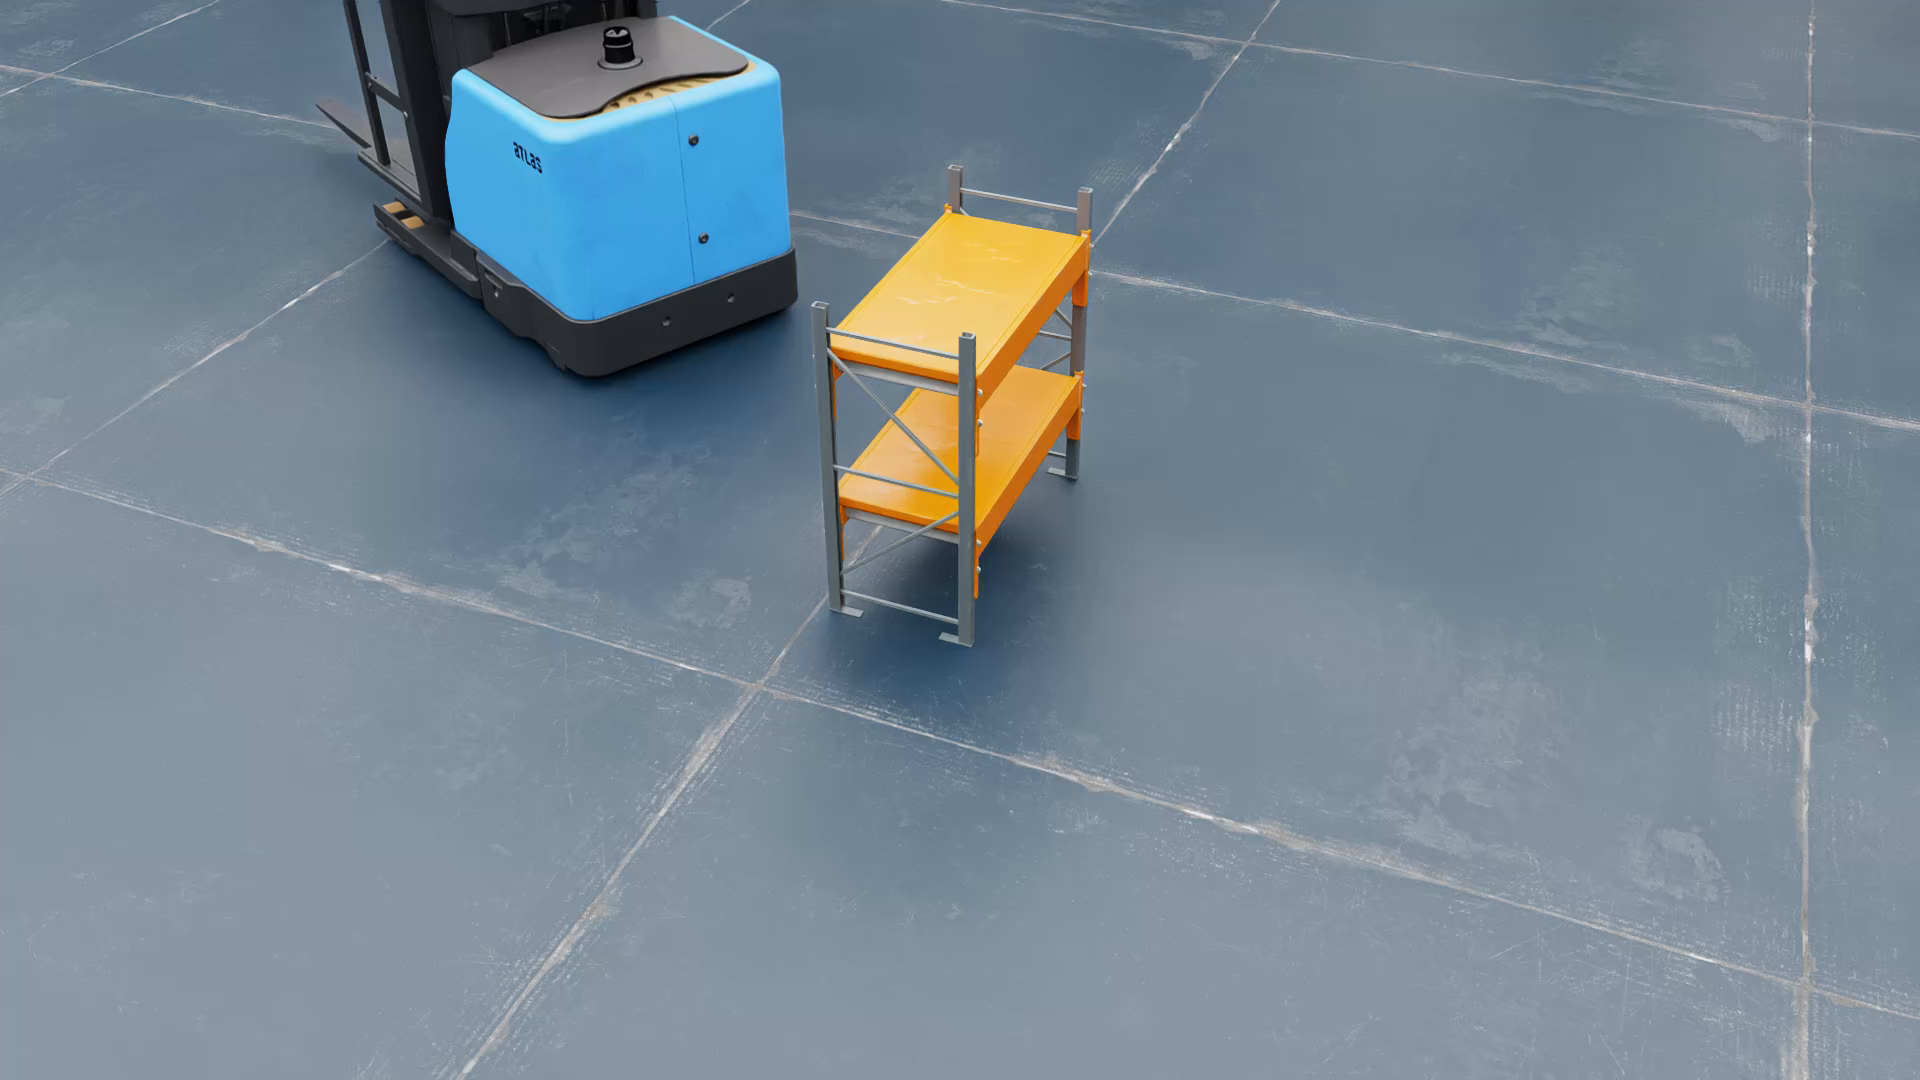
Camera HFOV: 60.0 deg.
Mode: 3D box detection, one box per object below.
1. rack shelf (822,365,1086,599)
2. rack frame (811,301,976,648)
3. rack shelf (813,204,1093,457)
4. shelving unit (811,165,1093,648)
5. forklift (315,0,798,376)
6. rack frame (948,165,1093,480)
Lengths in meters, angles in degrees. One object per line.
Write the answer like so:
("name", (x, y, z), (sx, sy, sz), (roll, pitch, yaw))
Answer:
("rack shelf", (0.003, -0.258, 5.565), (0.538, 0.278, 1.000), (14, 39, 18))
("rack frame", (-0.191, -0.173, 5.042), (0.500, 1.125, 0.032), (14, 39, 18))
("rack shelf", (0.003, -0.689, 5.243), (0.538, 0.278, 1.000), (14, 39, 18))
("shelving unit", (0.003, -0.454, 5.418), (0.538, 1.125, 1.048), (14, 39, 18))
("forklift", (-2.006, -2.626, 6.815), (1.130, 2.935, 3.031), (-26, 44, -31))
("rack frame", (0.196, -0.736, 5.795), (0.500, 1.125, 0.032), (14, 39, 18))
